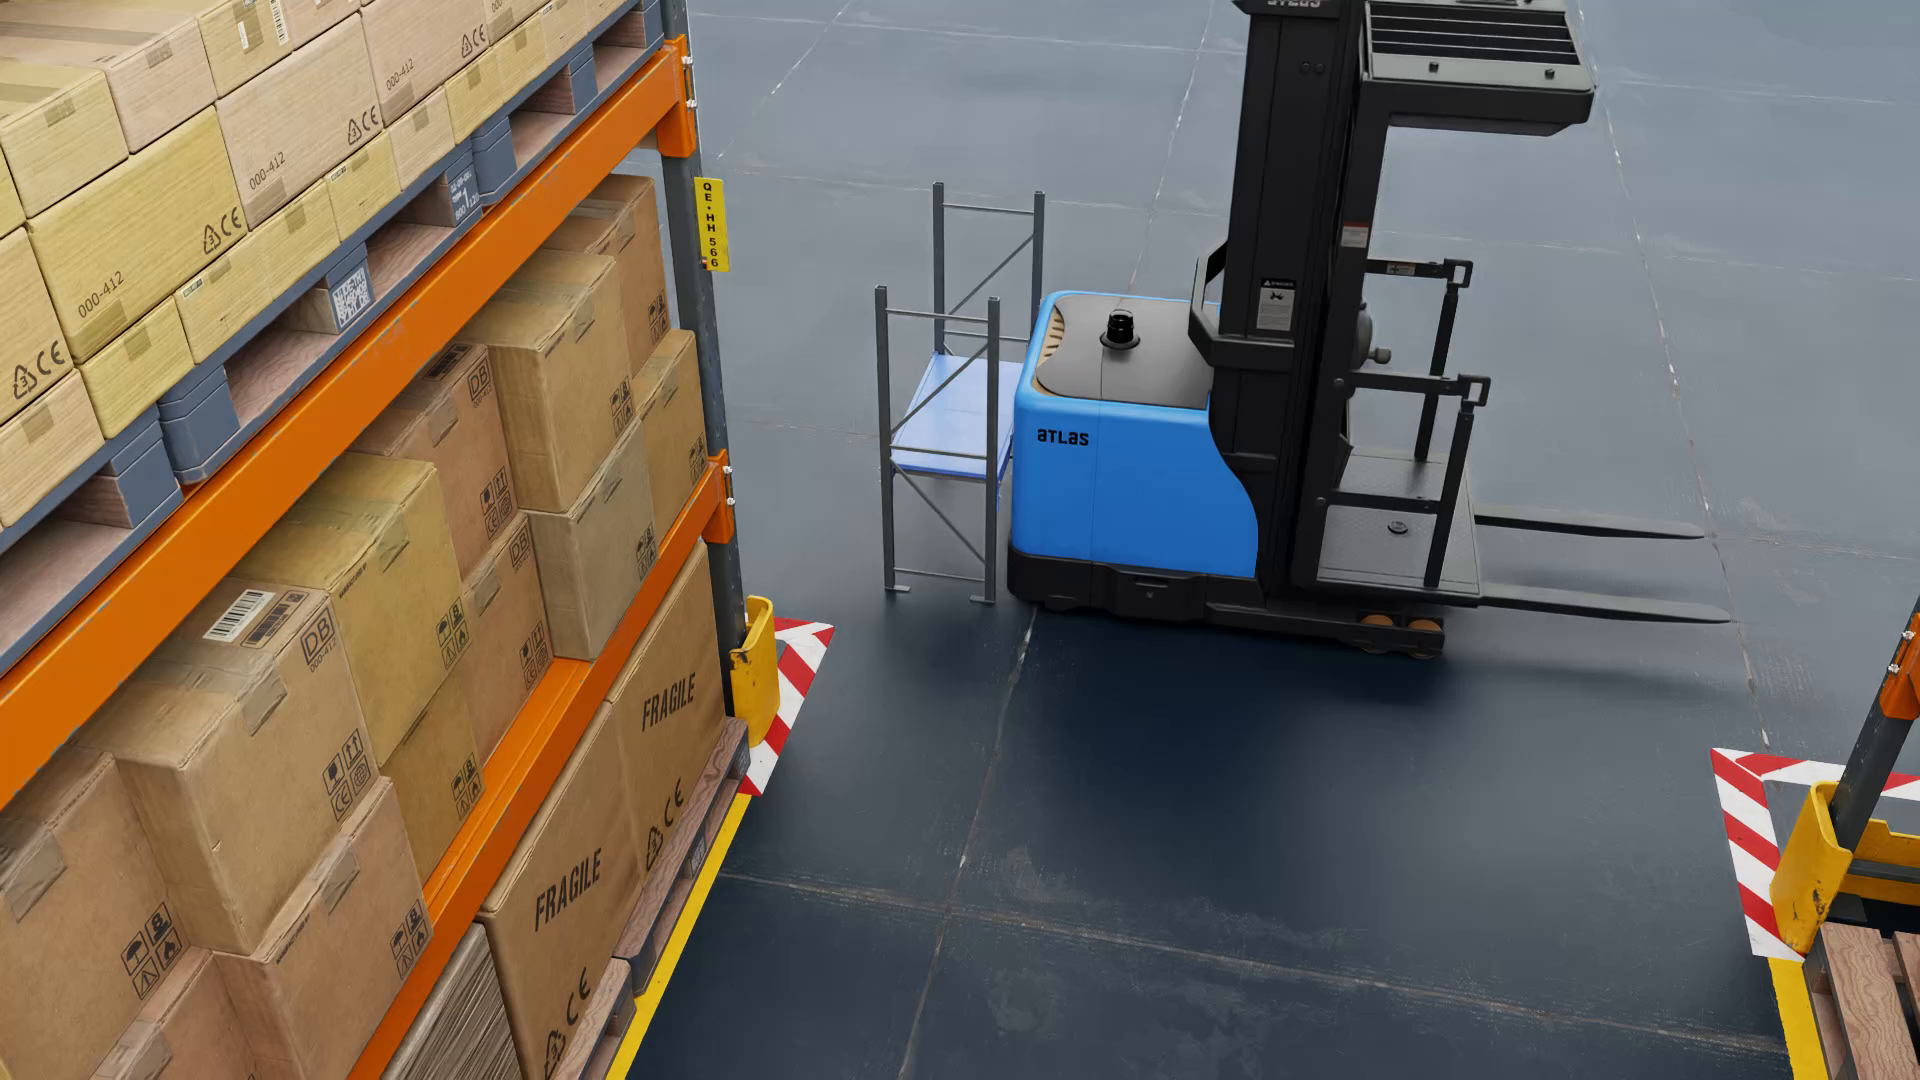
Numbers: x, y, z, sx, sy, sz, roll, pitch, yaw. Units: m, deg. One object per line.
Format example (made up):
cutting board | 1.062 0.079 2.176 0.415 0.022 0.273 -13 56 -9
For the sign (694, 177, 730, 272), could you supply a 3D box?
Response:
sign | -0.810 -1.025 5.420 0.100 0.325 0.005 7 37 10

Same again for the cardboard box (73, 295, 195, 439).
cardboard box | -1.566 -0.317 2.846 0.380 0.149 0.250 7 36 9

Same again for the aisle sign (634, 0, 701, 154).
aisle sign | -1.029 -1.592 5.176 0.394 0.787 0.004 7 37 10

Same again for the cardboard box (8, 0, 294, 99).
cardboard box | -1.457 -0.928 3.010 0.380 0.149 0.250 7 37 10

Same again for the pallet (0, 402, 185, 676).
pallet | -2.007 0.110 2.562 1.003 0.211 1.213 7 37 10

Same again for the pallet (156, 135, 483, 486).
pallet | -1.744 -0.587 3.524 1.003 0.211 1.213 7 37 10

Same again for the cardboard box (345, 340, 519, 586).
cardboard box | -1.734 -0.196 4.416 0.875 0.550 0.550 7 37 10

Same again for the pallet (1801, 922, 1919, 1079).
pallet | 3.262 1.777 5.118 1.003 0.211 1.213 7 37 10

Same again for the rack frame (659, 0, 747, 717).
rack frame | -1.337 -0.537 5.934 1.000 3.000 0.127 7 37 10

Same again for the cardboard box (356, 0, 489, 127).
cardboard box | -1.385 -1.131 3.630 0.500 0.250 0.500 7 37 10

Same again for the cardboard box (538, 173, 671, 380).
cardboard box | -1.454 -0.827 5.287 0.875 0.550 0.550 7 37 10

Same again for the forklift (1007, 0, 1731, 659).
forklift | 1.774 -1.021 6.662 3.031 2.935 1.130 6 36 8

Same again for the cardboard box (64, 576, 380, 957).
cardboard box | -1.826 0.429 3.554 0.875 0.550 0.550 7 37 10

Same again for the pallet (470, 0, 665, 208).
pallet | -1.485 -1.289 4.492 1.003 0.211 1.213 7 37 10

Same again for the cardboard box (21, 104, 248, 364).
cardboard box | -1.600 -0.552 2.831 0.500 0.250 0.500 7 37 9

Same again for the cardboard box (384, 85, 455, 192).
cardboard box | -1.349 -0.899 3.649 0.380 0.149 0.250 8 37 10

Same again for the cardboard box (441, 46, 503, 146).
cardboard box | -1.295 -1.043 3.848 0.380 0.149 0.250 7 36 9

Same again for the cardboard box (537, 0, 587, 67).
cardboard box | -1.186 -1.335 4.251 0.380 0.149 0.250 8 37 11

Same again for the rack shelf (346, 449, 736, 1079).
rack shelf | -1.764 0.901 4.564 1.077 0.370 4.000 7 37 10

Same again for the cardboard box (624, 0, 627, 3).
cardboard box | -1.077 -1.627 4.654 0.380 0.149 0.250 7 37 10

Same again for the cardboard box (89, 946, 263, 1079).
cardboard box | -2.029 1.165 3.459 0.875 0.550 0.550 7 37 10

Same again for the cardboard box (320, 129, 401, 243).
cardboard box | -1.403 -0.753 3.447 0.380 0.149 0.250 8 37 11

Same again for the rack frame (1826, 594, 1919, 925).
rack frame | 3.487 0.143 4.997 1.000 3.000 0.127 7 37 10

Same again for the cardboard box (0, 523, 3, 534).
cardboard box | -1.674 -0.024 2.443 0.380 0.149 0.250 7 37 10

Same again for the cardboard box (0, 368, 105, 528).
cardboard box | -1.620 -0.168 2.641 0.380 0.149 0.250 7 36 9

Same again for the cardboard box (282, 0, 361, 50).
cardboard box | -1.403 -1.073 3.210 0.380 0.149 0.250 8 37 10

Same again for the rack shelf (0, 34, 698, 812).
rack shelf | -1.764 -0.313 3.683 1.077 0.370 4.000 7 37 10

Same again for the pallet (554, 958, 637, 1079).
pallet | -1.694 1.758 5.145 1.003 0.211 1.213 7 37 10

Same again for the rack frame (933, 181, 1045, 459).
rack frame | 0.127 -0.948 7.779 0.500 1.500 0.032 7 37 10

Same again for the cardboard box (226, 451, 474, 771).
cardboard box | -1.720 0.124 3.975 0.875 0.550 0.500 7 37 10

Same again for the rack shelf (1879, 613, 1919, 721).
rack shelf | 3.060 1.581 3.626 1.077 0.370 4.000 7 37 10

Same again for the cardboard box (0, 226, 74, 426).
cardboard box | -1.707 -0.263 2.432 0.500 0.250 0.500 7 37 10

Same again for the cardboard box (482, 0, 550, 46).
cardboard box | -1.276 -1.419 4.027 0.500 0.250 0.500 7 37 10

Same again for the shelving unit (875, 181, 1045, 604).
shelving unit | 0.018 -0.656 7.377 0.538 1.500 1.048 7 37 10

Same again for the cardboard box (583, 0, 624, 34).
cardboard box | -1.132 -1.483 4.455 0.380 0.149 0.250 8 37 10

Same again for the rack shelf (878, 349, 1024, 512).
rack shelf | 0.018 -0.511 7.483 0.538 0.185 1.000 7 37 10

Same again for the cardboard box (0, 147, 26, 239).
cardboard box | -1.620 -0.493 2.409 0.380 0.149 0.250 7 36 9

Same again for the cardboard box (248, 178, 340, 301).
cardboard box | -1.457 -0.605 3.244 0.380 0.149 0.250 8 37 11

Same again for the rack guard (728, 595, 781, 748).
rack guard | -1.332 0.462 6.687 1.175 0.500 0.348 7 37 10

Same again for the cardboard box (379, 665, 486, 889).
cardboard box | -1.783 0.553 4.303 0.875 0.550 0.500 7 37 10

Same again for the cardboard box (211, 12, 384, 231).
cardboard box | -1.493 -0.843 3.232 0.500 0.250 0.500 8 37 10

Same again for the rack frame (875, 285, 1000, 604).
rack frame | -0.090 -0.365 6.975 0.500 1.500 0.032 7 37 10

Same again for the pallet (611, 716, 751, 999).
pallet | -1.432 1.061 6.107 1.003 0.211 1.213 7 37 10

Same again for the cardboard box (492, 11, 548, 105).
cardboard box | -1.241 -1.190 4.051 0.380 0.149 0.250 8 37 10

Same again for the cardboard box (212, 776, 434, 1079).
cardboard box | -1.799 0.870 3.866 0.875 0.550 0.550 7 37 10

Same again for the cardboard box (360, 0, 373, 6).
cardboard box | -1.350 -1.218 3.410 0.380 0.149 0.250 7 36 9

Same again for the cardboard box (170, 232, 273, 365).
cardboard box | -1.512 -0.463 3.048 0.380 0.149 0.250 7 37 10

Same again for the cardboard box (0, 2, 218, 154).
cardboard box | -1.511 -0.786 2.813 0.380 0.149 0.250 7 37 10

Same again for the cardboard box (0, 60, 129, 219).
cardboard box | -1.566 -0.641 2.613 0.380 0.149 0.250 8 37 10

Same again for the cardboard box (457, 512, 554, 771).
cardboard box | -1.711 0.244 4.729 0.875 0.550 0.550 7 37 10

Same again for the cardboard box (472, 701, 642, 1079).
cardboard box | -1.603 1.055 5.191 0.875 0.875 0.875 7 36 9

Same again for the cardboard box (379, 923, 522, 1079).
cardboard box | -1.800 1.578 4.470 0.875 0.875 0.875 8 37 10

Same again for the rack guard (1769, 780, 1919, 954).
rack guard | 3.470 1.199 5.670 1.175 0.500 0.348 7 37 10

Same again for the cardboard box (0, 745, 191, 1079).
cardboard box | -2.075 0.721 3.151 0.875 0.550 0.550 7 37 10

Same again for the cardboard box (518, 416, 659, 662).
cardboard box | -1.468 -0.061 5.150 0.875 0.550 0.550 7 37 10

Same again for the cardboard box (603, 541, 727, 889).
cardboard box | -1.418 0.551 5.887 0.875 0.875 0.875 8 37 10

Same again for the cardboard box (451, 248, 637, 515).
cardboard box | -1.482 -0.500 4.836 0.875 0.550 0.550 7 37 10

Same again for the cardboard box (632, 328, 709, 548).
cardboard box | -1.372 -0.379 5.589 0.875 0.550 0.550 7 37 10
